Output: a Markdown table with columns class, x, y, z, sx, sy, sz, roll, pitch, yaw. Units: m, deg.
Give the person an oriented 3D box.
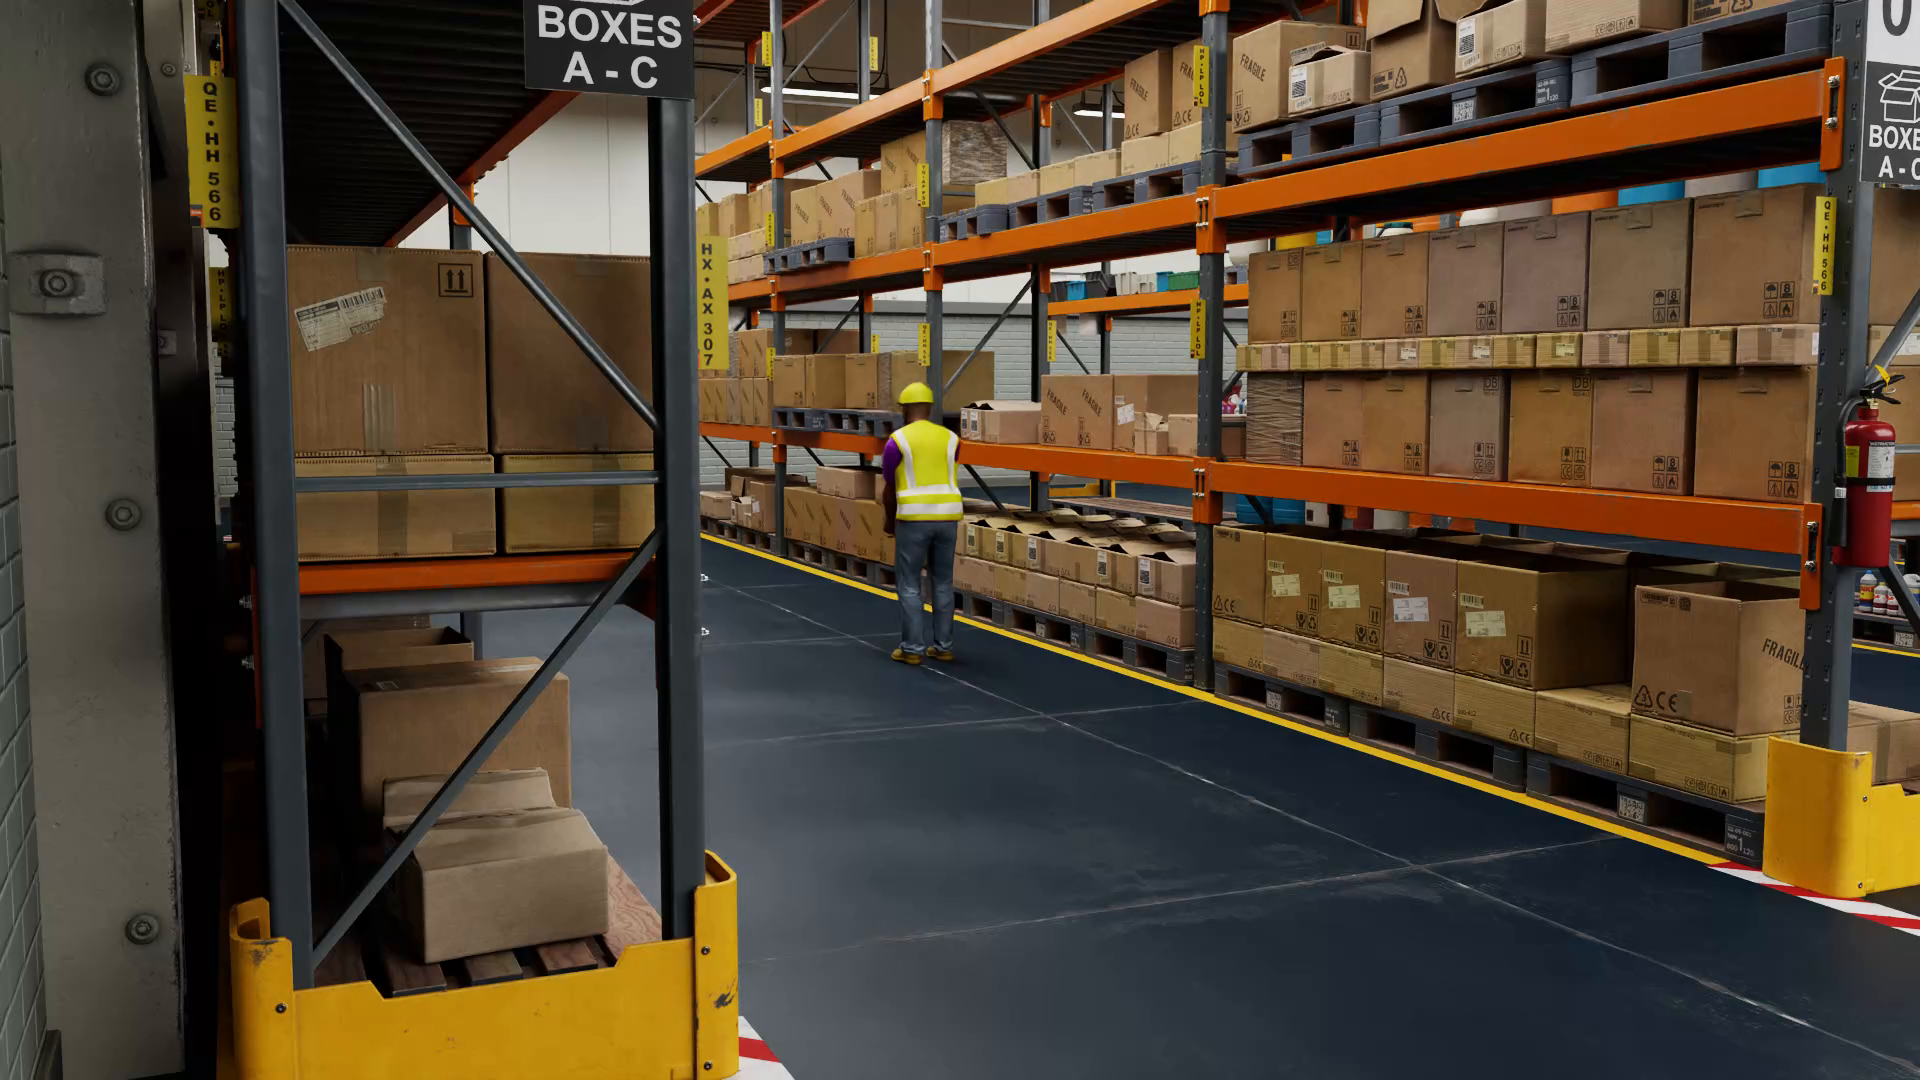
| class | x | y | z | sx | sy | sz | roll | pitch | yaw |
| --- | --- | --- | --- | --- | --- | --- | --- | --- | --- |
| person | -0.259 | -0.115 | 10.469 | 0.501 | 1.746 | 0.593 | -2 | 6 | -24 |
